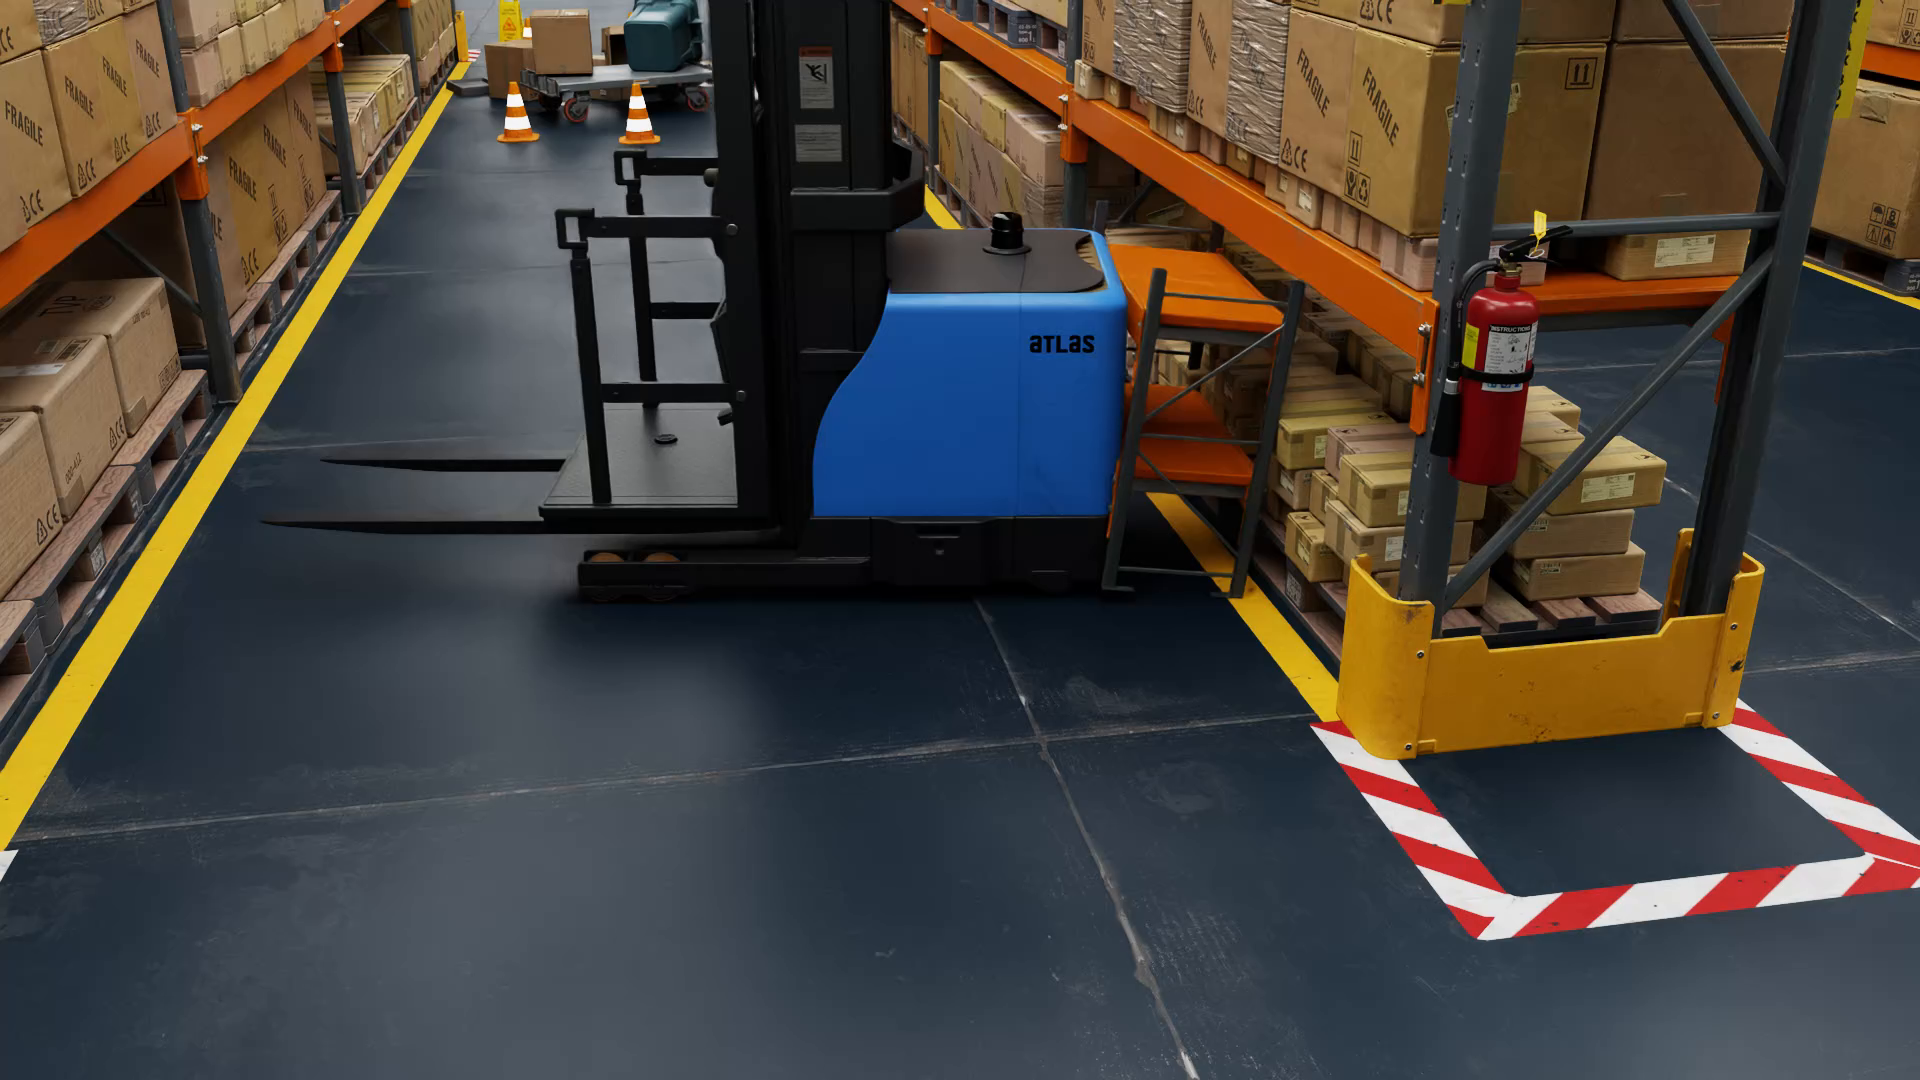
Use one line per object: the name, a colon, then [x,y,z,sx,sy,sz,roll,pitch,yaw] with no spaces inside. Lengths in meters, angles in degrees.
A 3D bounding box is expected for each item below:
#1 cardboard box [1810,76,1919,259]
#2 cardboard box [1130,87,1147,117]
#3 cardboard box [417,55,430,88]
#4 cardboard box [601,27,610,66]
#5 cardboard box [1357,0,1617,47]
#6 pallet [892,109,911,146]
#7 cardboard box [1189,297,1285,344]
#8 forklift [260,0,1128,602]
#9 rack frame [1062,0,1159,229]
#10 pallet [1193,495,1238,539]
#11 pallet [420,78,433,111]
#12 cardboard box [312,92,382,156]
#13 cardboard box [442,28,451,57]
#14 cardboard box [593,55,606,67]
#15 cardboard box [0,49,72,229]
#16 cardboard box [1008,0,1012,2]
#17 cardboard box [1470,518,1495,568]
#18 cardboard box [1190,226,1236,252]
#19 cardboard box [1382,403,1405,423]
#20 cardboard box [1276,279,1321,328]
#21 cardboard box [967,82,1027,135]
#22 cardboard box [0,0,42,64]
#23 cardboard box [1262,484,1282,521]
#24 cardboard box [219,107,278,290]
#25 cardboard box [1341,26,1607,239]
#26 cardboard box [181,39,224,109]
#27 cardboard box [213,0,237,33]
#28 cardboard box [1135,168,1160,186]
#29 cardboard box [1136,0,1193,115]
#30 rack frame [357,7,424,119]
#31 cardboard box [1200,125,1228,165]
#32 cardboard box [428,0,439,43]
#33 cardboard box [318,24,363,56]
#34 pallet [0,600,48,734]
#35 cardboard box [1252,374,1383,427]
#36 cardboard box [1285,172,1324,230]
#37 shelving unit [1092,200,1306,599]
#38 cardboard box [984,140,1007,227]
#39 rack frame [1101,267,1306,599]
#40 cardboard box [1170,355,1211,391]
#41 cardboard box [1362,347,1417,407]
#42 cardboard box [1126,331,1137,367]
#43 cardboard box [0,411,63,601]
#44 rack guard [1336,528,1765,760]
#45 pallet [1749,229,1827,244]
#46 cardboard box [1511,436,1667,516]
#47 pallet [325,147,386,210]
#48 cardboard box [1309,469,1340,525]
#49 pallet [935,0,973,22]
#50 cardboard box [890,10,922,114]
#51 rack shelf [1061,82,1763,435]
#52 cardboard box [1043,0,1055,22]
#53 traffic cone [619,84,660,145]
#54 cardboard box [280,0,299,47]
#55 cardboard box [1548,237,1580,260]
cardboard box: [5.767,-2.186,9.637,1.225,0.875,0.875,-4,24,-10]
cardboard box: [0.964,-1.942,7.262,0.380,0.149,0.250,-5,24,-12]
cardboard box: [-5.157,-4.314,15.292,0.500,0.250,0.500,-5,24,-12]
cardboard box: [-3.240,-5.056,17.197,0.637,0.503,0.797,18,29,36]
cardboard box: [1.422,-1.618,4.461,0.500,0.500,0.500,-5,24,-11]
pallet: [-0.022,-3.479,13.953,1.003,0.211,1.213,-4,24,-10]
cardboard box: [1.129,-0.881,6.812,0.380,0.149,0.250,-5,24,-12]
forklift: [-0.952,-1.341,5.659,3.031,2.935,1.130,0,24,0]
rack frame: [1.012,-2.389,7.973,1.000,3.000,0.127,-4,24,-10]
pallet: [1.400,-0.369,6.831,1.003,0.211,1.213,-4,24,-10]
pallet: [-5.472,-4.114,15.405,1.003,0.211,1.213,-4,24,-10]
cardboard box: [-4.813,-3.058,12.261,0.950,0.372,0.625,-5,24,-11]
cardboard box: [-5.551,-5.133,17.167,0.500,0.250,0.500,-4,24,-10]
cardboard box: [-3.826,-5.031,17.584,0.380,0.149,0.250,8,25,18]
cardboard box: [-3.207,-1.260,5.262,0.500,0.500,0.500,-4,24,-8]
cardboard box: [0.450,-3.225,9.676,0.380,0.149,0.250,-5,24,-11]
cardboard box: [1.840,-0.029,5.605,0.380,0.149,0.250,-4,24,-10]
cardboard box: [1.333,-1.427,8.064,0.380,0.149,0.250,-4,24,-8]
cardboard box: [1.696,-0.471,6.247,0.380,0.149,0.250,-5,24,-12]
cardboard box: [1.585,-1.025,7.143,0.380,0.149,0.250,-5,24,-12]
cardboard box: [0.334,-2.669,10.275,0.500,0.250,0.500,-4,24,-9]
cardboard box: [-3.202,-1.725,5.077,0.500,0.500,0.500,-4,24,-10]
cardboard box: [1.279,-0.194,5.983,0.380,0.149,0.250,-4,24,-9]
cardboard box: [-4.202,-1.795,8.742,0.875,0.875,0.875,-4,24,-8]
cardboard box: [1.415,-1.156,4.652,0.500,0.500,0.500,-4,24,-9]
cardboard box: [-3.656,-2.107,7.514,0.500,0.250,0.500,-5,24,-11]
cardboard box: [-3.762,-2.541,7.882,0.500,0.250,0.500,-4,24,-9]
cardboard box: [1.135,-2.090,8.950,0.500,0.250,0.500,-5,24,-12]
cardboard box: [1.012,-1.963,6.501,0.500,0.500,0.500,-5,24,-11]
rack frame: [-5.314,-5.130,14.248,1.000,3.000,0.127,-4,24,-10]
cardboard box: [1.129,-1.522,6.302,0.380,0.149,0.250,-3,24,-8]
cardboard box: [-5.362,-5.072,16.089,0.500,0.500,0.500,-3,24,-7]
cardboard box: [-5.687,-4.619,15.052,0.500,0.500,0.500,-5,24,-10]
pallet: [-3.319,0.559,4.706,1.003,0.211,1.213,-4,24,-10]
cardboard box: [1.256,-0.466,5.864,0.380,0.149,0.250,-5,24,-12]
cardboard box: [1.273,-1.105,5.346,0.380,0.149,0.250,-4,24,-8]
shelving unit: [0.747,-0.535,6.006,0.538,1.125,1.048,4,23,-8]
cardboard box: [0.442,-2.113,9.938,0.500,0.500,0.500,-5,24,-11]
rack frame: [0.799,-0.333,5.542,0.500,1.125,0.032,4,23,-8]
cardboard box: [1.060,-0.640,6.634,0.380,0.149,0.250,-4,24,-9]
cardboard box: [1.729,-0.615,6.205,0.380,0.149,0.250,-3,24,-8]
cardboard box: [0.910,-0.910,7.623,0.380,0.149,0.250,-4,24,-10]
cardboard box: [-3.492,-0.040,5.270,0.875,0.438,0.875,-4,24,-8]
rack guard: [1.737,0.300,4.940,1.175,0.500,0.348,-4,24,-10]
pallet: [5.459,-2.218,11.064,1.003,0.211,1.213,-4,24,-10]
cardboard box: [1.988,-0.206,5.268,0.380,0.149,0.250,-5,24,-12]
pallet: [-4.717,-2.586,11.908,1.003,0.211,1.213,-4,24,-10]
cardboard box: [1.378,-0.132,5.469,0.380,0.149,0.250,-5,24,-11]
pallet: [0.509,-3.602,10.990,1.213,0.211,1.003,-4,24,-10]
cardboard box: [-0.090,-4.080,14.131,1.050,0.750,0.750,-4,24,-10]
rack shelf: [1.382,-1.273,6.316,1.077,0.370,4.000,-4,24,-10]
cardboard box: [0.651,-2.809,8.722,0.380,0.149,0.250,-4,24,-10]
traffic cone: [-2.672,-3.543,13.785,0.336,0.463,0.334,-4,24,-10]
cardboard box: [-4.038,-2.909,9.351,0.500,0.250,0.500,-5,24,-10]
cardboard box: [1.926,-0.950,4.991,0.380,0.149,0.250,-3,24,-8]
